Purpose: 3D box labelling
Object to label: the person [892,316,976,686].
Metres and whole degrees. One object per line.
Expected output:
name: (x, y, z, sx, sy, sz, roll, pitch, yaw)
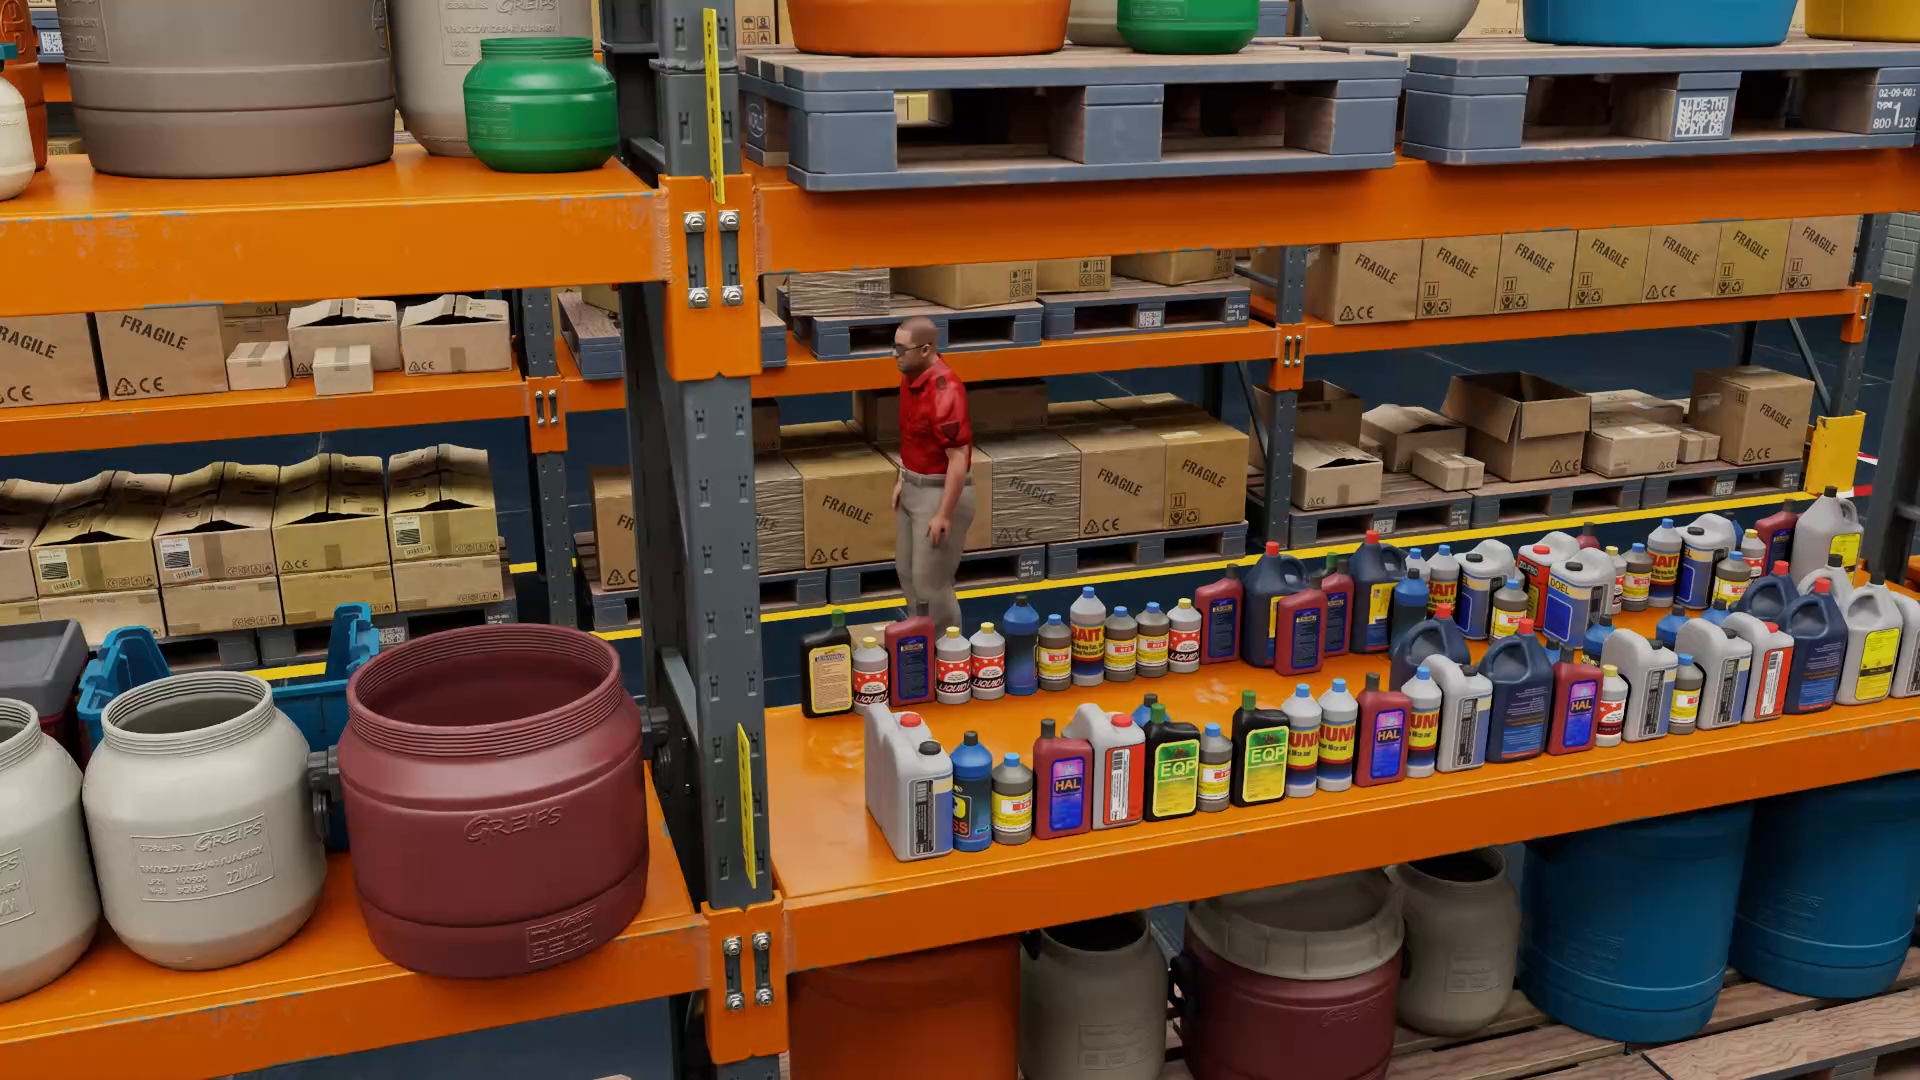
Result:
person: (-0.143, -0.176, 7.592, 0.386, 1.728, 0.605, -7, 20, -19)
